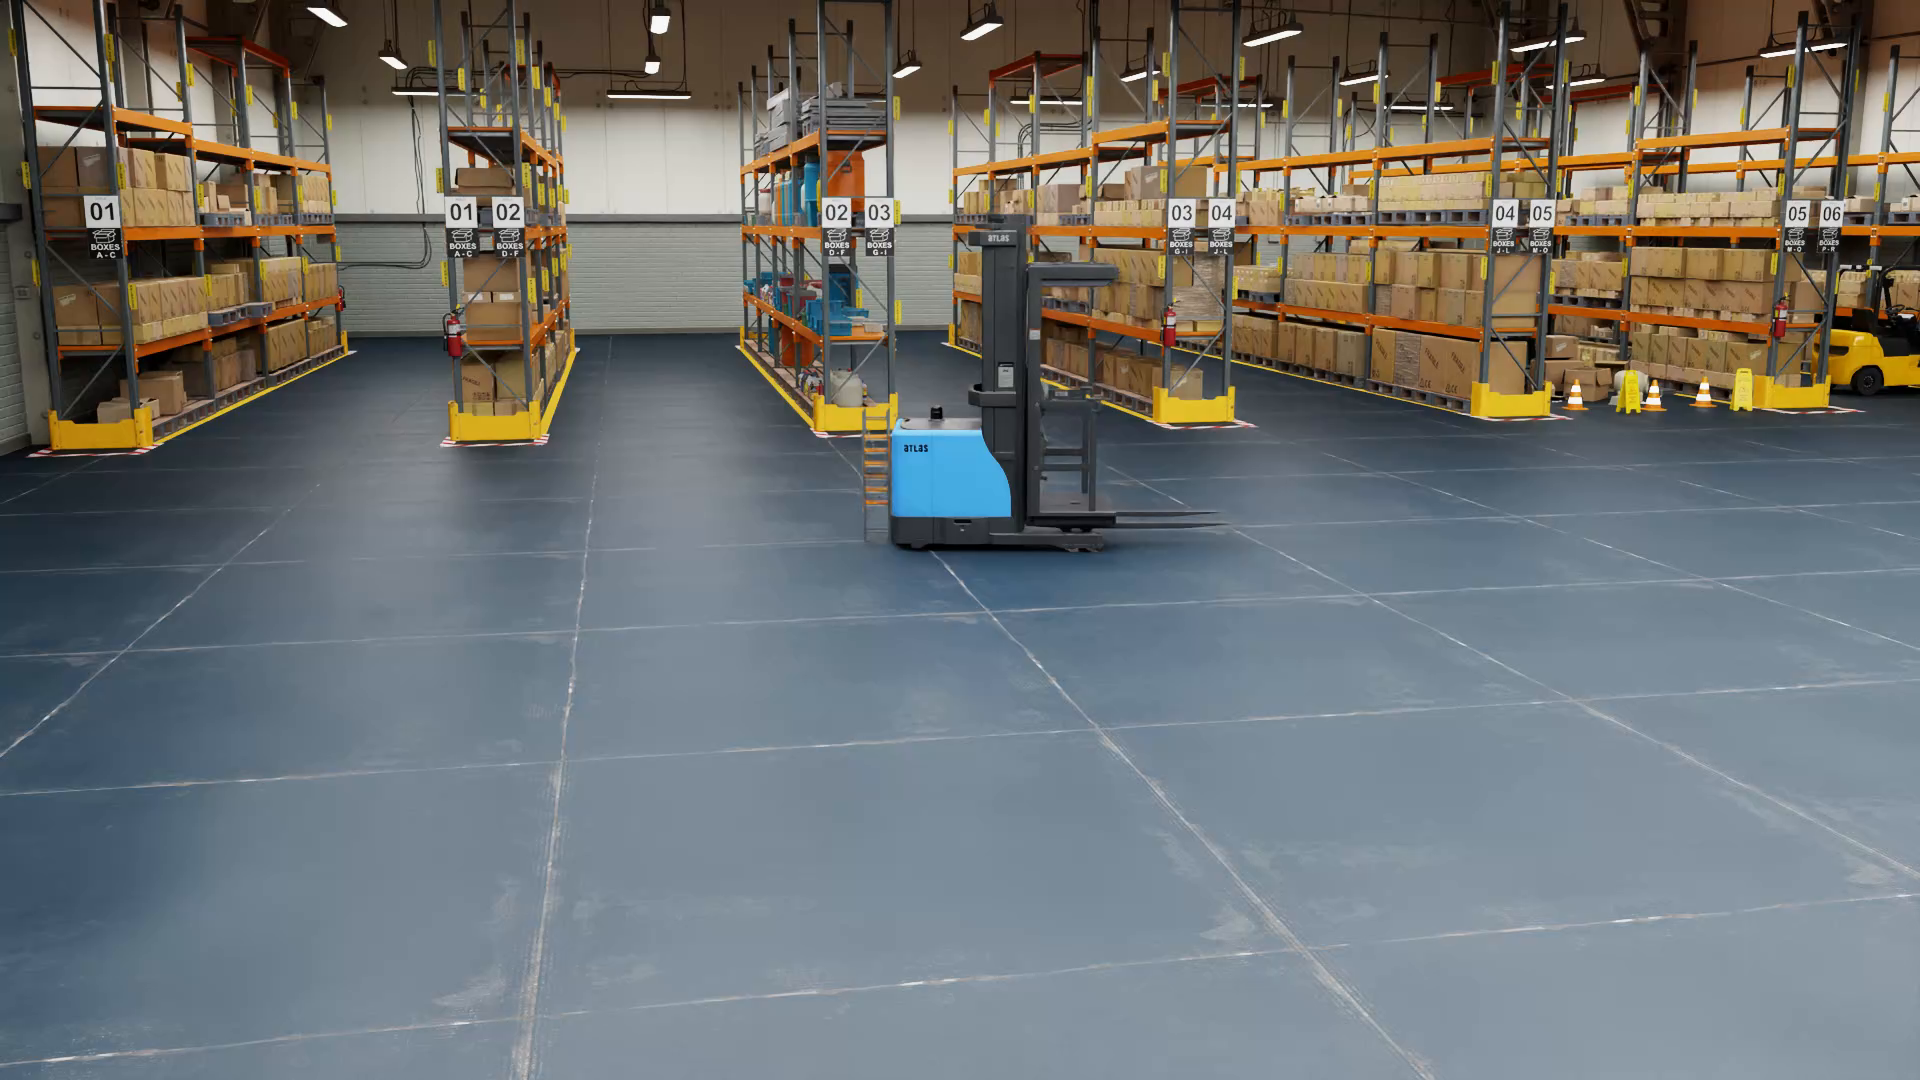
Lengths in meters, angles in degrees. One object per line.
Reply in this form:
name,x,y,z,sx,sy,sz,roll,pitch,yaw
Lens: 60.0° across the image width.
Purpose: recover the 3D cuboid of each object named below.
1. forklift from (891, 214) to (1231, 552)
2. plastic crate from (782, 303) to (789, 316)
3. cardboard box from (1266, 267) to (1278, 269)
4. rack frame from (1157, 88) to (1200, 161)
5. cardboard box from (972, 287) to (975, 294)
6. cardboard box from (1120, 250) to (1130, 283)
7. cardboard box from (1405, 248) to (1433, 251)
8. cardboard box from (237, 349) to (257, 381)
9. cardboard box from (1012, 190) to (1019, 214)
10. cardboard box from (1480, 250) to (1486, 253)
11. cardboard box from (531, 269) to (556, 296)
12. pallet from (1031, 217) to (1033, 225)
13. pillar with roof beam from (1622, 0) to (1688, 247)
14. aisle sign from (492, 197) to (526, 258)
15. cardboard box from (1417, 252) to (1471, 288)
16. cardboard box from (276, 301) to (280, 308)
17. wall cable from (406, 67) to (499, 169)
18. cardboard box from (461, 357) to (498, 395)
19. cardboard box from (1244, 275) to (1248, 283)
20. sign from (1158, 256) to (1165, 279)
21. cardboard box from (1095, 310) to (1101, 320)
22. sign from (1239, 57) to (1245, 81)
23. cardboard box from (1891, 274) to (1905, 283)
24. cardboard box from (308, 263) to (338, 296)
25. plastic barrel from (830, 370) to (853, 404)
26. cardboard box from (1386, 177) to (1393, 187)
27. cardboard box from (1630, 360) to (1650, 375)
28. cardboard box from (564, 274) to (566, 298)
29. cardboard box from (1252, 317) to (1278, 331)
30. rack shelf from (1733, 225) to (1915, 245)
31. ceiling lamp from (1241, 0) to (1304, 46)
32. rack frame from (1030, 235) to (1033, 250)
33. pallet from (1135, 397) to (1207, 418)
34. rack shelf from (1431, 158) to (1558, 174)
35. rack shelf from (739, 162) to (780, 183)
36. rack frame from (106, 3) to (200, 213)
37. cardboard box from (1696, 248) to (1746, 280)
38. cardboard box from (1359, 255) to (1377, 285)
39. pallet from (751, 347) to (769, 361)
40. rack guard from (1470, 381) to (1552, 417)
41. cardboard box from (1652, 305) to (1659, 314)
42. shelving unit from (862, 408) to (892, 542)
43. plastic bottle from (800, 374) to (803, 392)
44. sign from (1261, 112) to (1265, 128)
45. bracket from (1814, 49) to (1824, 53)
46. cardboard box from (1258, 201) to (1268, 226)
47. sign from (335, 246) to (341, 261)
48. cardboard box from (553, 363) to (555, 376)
forklift,0.905,-1.433,14.940,3.031,2.935,1.130,0,11,0
plastic crate,-2.805,-3.971,28.656,0.450,0.188,0.662,-2,11,-11
cardboard box,6.574,-5.595,34.581,0.380,0.149,0.250,-2,11,-12
rack frame,5.220,-9.255,39.811,1.000,3.000,0.127,-2,11,-11
cardboard box,0.483,-5.569,37.160,0.380,0.149,0.250,-2,11,-12
cardboard box,2.811,-4.266,25.902,0.500,0.500,0.500,-2,11,-11
cardboard box,10.472,-6.390,37.859,0.500,0.500,0.500,-2,11,-11
cardboard box,-12.494,-2.997,28.482,0.700,0.500,0.500,-2,11,-10
cardboard box,1.473,-6.784,33.447,0.797,0.503,0.637,-2,11,-12
cardboard box,11.147,-5.759,34.544,0.500,0.500,0.500,-2,11,-10
cardboard box,-8.050,-4.861,31.378,0.700,0.500,0.500,0,11,0
pallet,1.494,-6.381,33.237,1.003,0.211,1.213,-2,11,-8
pillar with roof beam,12.228,-8.906,37.972,9.100,9.000,0.548,-2,11,-11
aisle sign,-5.957,-4.129,21.967,0.394,0.787,0.004,-2,11,-11
cardboard box,7.894,-4.345,26.768,0.875,0.550,0.500,-2,11,-11
cardboard box,-12.831,-4.375,30.832,0.380,0.149,0.250,-2,11,-11
wall cable,-12.337,-10.658,41.975,3.097,2.526,0.112,-2,11,-11
cardboard box,-6.876,-2.347,23.783,0.500,0.500,0.500,-2,11,-11
cardboard box,6.032,-5.333,34.000,0.380,0.149,0.250,-2,11,-11
sign,2.899,-3.920,23.879,0.100,0.325,0.005,-2,11,-11
cardboard box,2.452,-3.726,27.473,0.380,0.149,0.250,-2,11,-11
sign,3.980,-6.677,23.551,0.100,0.325,0.005,-2,11,-11
cardboard box,17.114,-4.740,30.127,0.380,0.149,0.250,-2,11,-10
cardboard box,-14.132,-5.660,36.164,0.980,0.700,0.700,-2,11,-8
plastic barrel,-1.711,-2.226,24.453,0.421,0.512,0.421,0,11,0
cardboard box,7.342,-5.979,27.767,0.380,0.149,0.250,-2,11,-11
cardboard box,12.240,-3.044,29.449,0.500,0.250,0.500,-3,11,-14
cardboard box,-8.634,-5.392,35.287,0.500,0.500,0.500,-2,11,-11
cardboard box,6.277,-4.396,33.881,0.500,0.250,0.500,-2,11,-10
rack shelf,16.869,-5.974,32.517,1.077,0.370,4.000,-2,11,-11
ceiling lamp,5.399,-9.836,27.248,0.800,3.185,2.000,-2,11,-11
rack frame,1.113,-5.413,35.667,1.000,3.000,0.127,-2,11,-11
pallet,3.309,-2.006,25.227,1.003,0.211,1.213,-2,11,-11
rack shelf,11.223,-7.804,35.177,1.077,0.370,4.000,-2,11,-11
rack shelf,-4.134,-7.997,36.191,1.077,0.370,4.000,-2,11,-11
rack frame,-11.907,-6.352,24.558,1.000,3.000,0.127,-2,11,-11
cardboard box,12.563,-4.528,27.278,0.700,0.500,0.500,-2,11,-12
cardboard box,7.452,-4.739,29.183,0.700,0.500,0.500,-2,11,-12
pallet,-3.926,-3.996,35.682,1.003,0.211,1.213,-2,11,-11
rack guard,8.337,-2.142,25.164,1.175,0.500,0.348,-2,11,-11
cardboard box,12.318,-4.021,29.026,0.380,0.149,0.250,-2,11,-11
shelving unit,-0.758,-0.590,15.140,0.258,1.200,0.189,0,11,0
plastic bottle,-2.467,-2.511,26.528,0.152,0.276,0.135,-2,11,-9
sign,6.542,-9.080,35.966,0.100,0.325,0.005,-2,11,-11
bracket,17.189,-9.793,33.008,0.235,0.232,0.430,-2,11,-11
cardboard box,6.306,-6.551,33.354,0.500,0.500,0.500,-2,11,-11
sign,-13.706,-6.309,36.642,0.100,0.325,0.005,-2,11,-11
cardboard box,-7.381,-2.993,29.185,0.500,0.250,0.500,-2,11,-12
